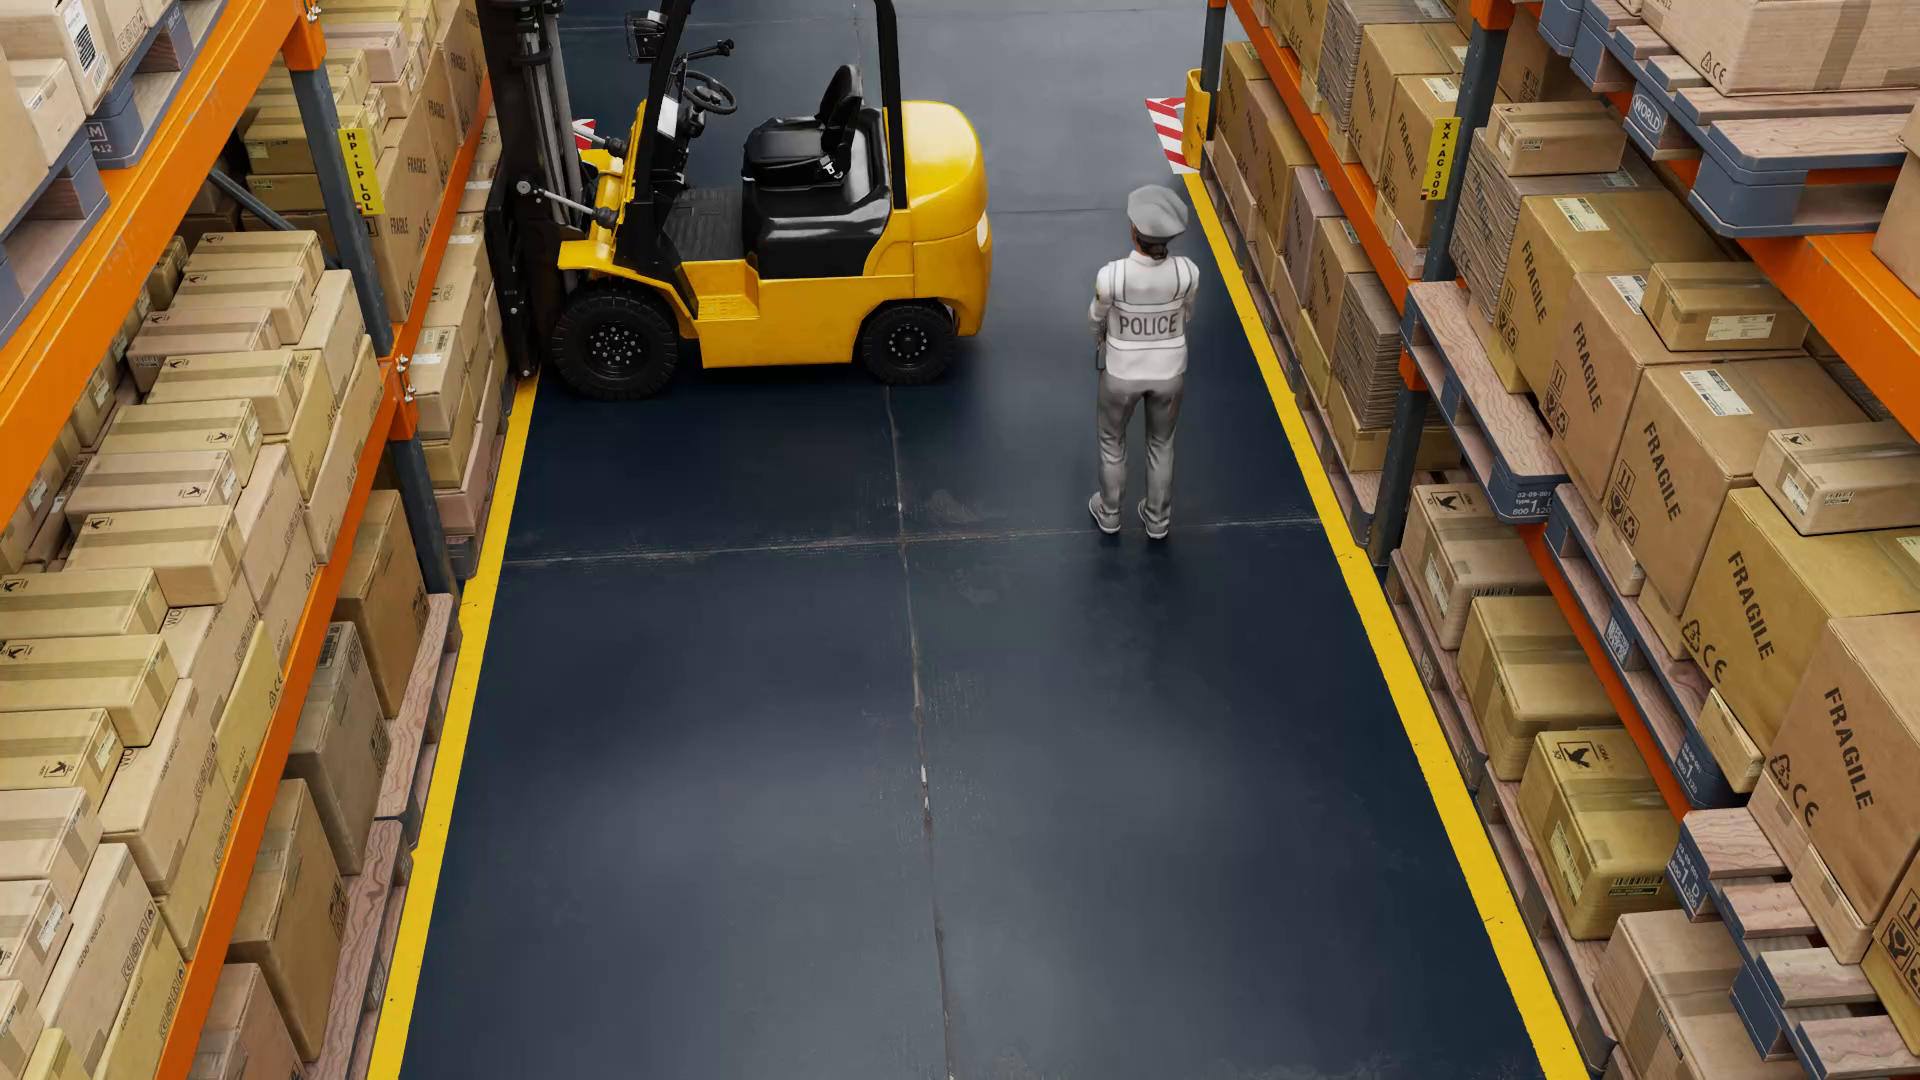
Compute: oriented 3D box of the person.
[{"bbox_3d":[0.753,-0.764,7.071,0.435,1.691,0.526,-4,39,-4],"label":"person"}]
